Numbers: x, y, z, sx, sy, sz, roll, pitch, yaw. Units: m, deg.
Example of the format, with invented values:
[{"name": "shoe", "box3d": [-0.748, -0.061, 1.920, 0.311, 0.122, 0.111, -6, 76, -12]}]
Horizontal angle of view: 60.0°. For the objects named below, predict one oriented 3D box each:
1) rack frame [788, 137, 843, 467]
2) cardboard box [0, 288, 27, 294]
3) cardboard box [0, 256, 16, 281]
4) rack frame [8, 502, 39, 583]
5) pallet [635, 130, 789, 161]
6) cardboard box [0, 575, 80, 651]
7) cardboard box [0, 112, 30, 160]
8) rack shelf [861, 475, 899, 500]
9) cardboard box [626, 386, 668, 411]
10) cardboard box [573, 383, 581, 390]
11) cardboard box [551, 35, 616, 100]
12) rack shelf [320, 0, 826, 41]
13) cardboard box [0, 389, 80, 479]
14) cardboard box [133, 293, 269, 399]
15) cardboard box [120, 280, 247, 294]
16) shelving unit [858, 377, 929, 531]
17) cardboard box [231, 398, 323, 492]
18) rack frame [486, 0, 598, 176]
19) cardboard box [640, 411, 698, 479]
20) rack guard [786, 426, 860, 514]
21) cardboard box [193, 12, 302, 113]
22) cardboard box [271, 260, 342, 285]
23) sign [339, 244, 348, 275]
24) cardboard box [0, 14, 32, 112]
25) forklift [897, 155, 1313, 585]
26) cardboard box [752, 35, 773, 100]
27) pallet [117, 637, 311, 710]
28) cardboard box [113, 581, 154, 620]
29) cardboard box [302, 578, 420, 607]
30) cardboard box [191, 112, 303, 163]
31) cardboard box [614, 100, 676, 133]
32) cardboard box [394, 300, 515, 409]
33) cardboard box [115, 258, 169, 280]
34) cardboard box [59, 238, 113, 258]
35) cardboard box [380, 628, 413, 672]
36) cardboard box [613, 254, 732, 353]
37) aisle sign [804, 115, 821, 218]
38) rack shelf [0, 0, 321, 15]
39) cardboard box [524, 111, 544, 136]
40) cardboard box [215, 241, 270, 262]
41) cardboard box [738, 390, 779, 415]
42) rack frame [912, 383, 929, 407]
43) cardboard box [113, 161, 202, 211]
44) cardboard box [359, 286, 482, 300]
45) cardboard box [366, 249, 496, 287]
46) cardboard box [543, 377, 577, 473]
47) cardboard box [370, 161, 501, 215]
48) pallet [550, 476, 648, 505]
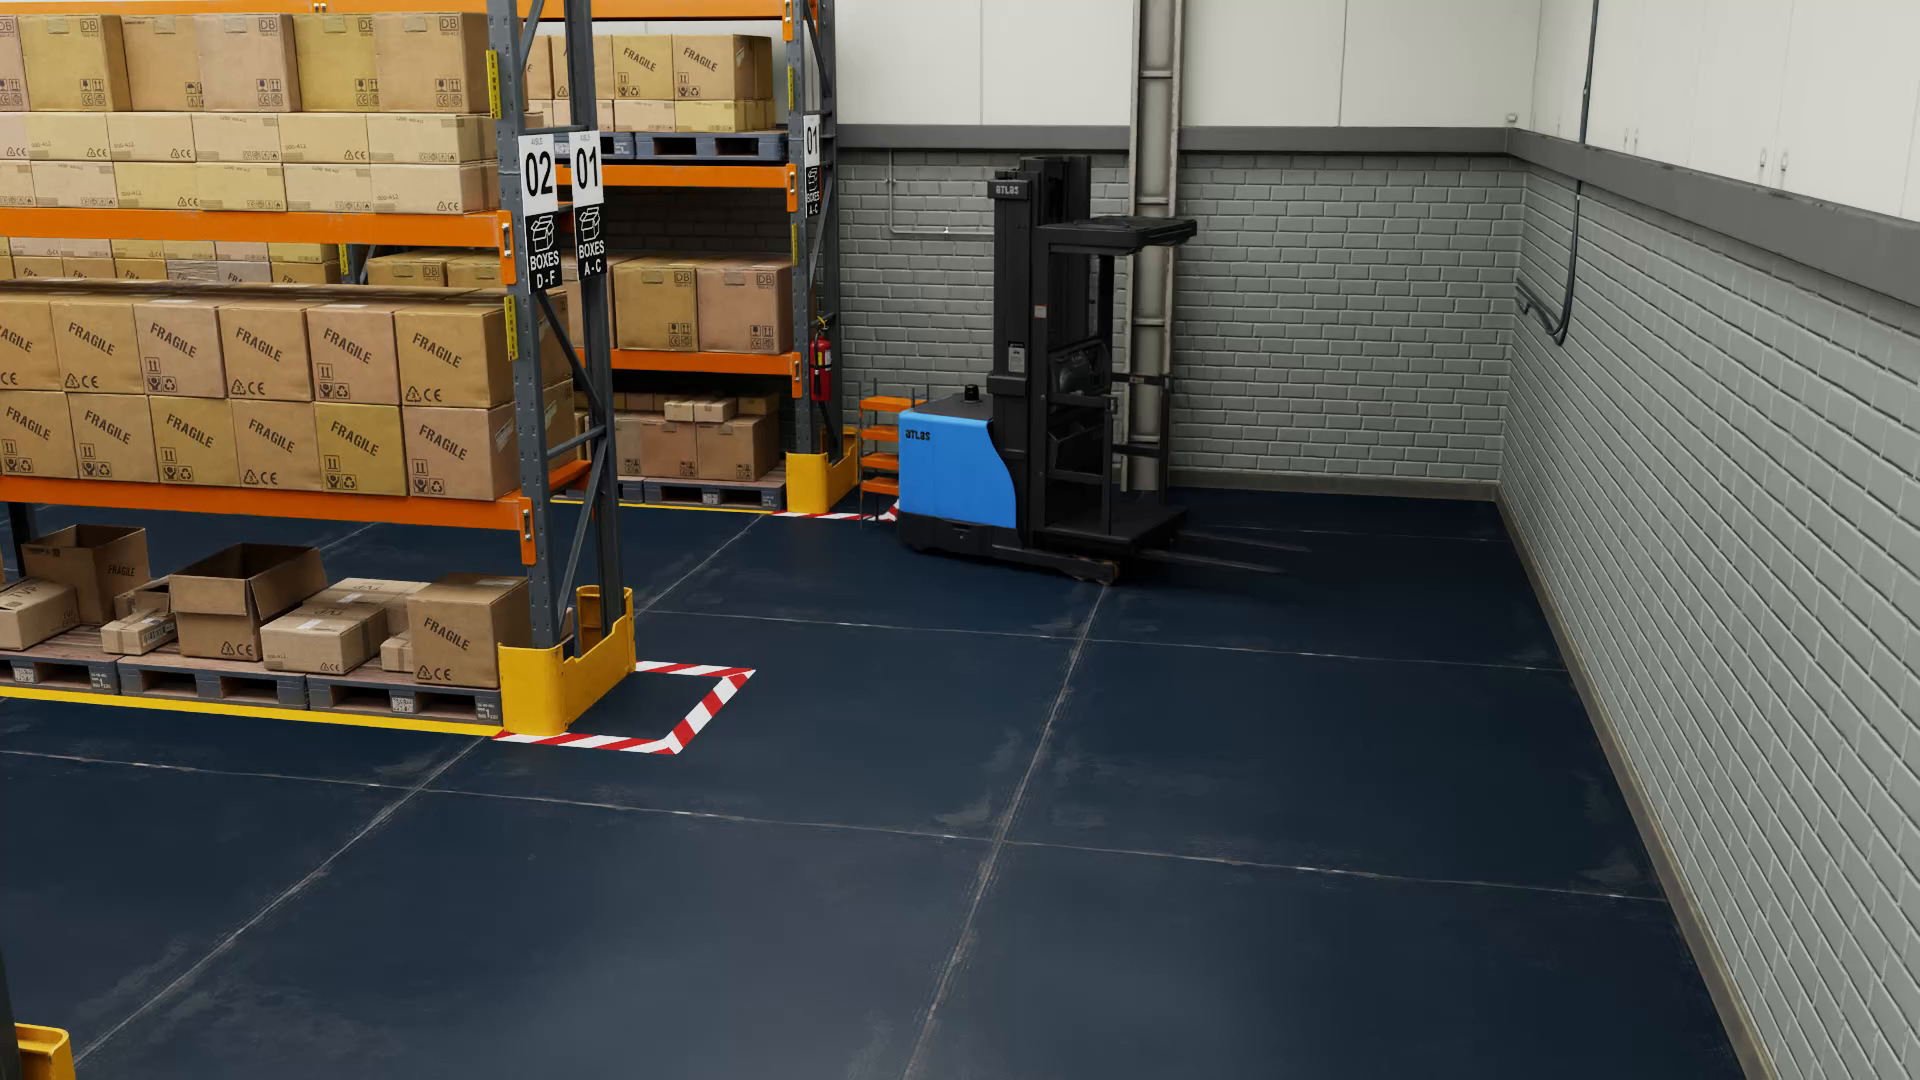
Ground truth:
[{"name": "rack frame", "box3d": [-1.192, -1.820, 13.943, 0.127, 3.000, 1.000, 3, 16, 11]}, {"name": "cardboard box", "box3d": [-5.689, -1.168, 9.529, 0.500, 0.500, 0.500, 4, 16, 13]}, {"name": "cardboard box", "box3d": [-8.606, -2.354, 15.088, 0.500, 0.500, 0.500, 4, 16, 13]}, {"name": "rack frame", "box3d": [-6.095, -0.737, 10.032, 0.127, 3.000, 1.000, 3, 16, 11]}, {"name": "pallet", "box3d": [-1.921, -3.259, 13.687, 1.213, 0.211, 1.003, 3, 16, 11]}, {"name": "cardboard box", "box3d": [-5.727, 0.426, 10.047, 0.500, 0.311, 0.500, 3, 16, 11]}, {"name": "cardboard box", "box3d": [-5.178, -2.234, 9.163, 0.500, 0.250, 0.500, 3, 16, 11]}, {"name": "rack shelf", "box3d": [-0.514, -0.389, 13.144, 0.480, 0.148, 0.258, 9, 18, 29]}, {"name": "cardboard box", "box3d": [-2.726, -1.240, 14.532, 0.250, 0.149, 0.380, 3, 16, 12]}, {"name": "cardboard box", "box3d": [-3.479, -1.281, 14.678, 0.250, 0.149, 0.380, 3, 16, 12]}, {"name": "cardboard box", "box3d": [-2.964, -3.828, 13.474, 0.500, 0.500, 0.500, 2, 16, 9]}, {"name": "rack shelf", "box3d": [-3.152, -4.278, 13.675, 4.000, 0.370, 1.077, 3, 16, 11]}, {"name": "cardboard box", "box3d": [-5.147, -0.660, 9.568, 0.500, 0.500, 0.500, 3, 16, 12]}, {"name": "cardboard box", "box3d": [-4.174, -1.086, 9.233, 0.500, 0.500, 0.500, 4, 16, 13]}, {"name": "cardboard box", "box3d": [-4.551, -1.254, 9.840, 0.500, 0.500, 0.500, 3, 16, 12]}, {"name": "shelving unit", "box3d": [-0.514, -0.645, 13.073, 0.503, 1.200, 0.258, 9, 18, 29]}, {"name": "cardboard box", "box3d": [-3.665, -0.579, 9.277, 0.500, 0.500, 0.500, 3, 16, 12]}, {"name": "rack frame", "box3d": [-2.175, -3.415, 8.463, 0.127, 3.000, 1.000, 3, 16, 11]}, {"name": "cardboard box", "box3d": [-2.388, -0.855, 14.356, 0.500, 0.500, 0.700, 3, 16, 11]}, {"name": "rack guard", "box3d": [-1.168, -0.614, 14.272, 0.348, 0.500, 1.175, 3, 16, 11]}, {"name": "cardboard box", "box3d": [-3.666, -2.570, 8.971, 0.500, 0.500, 0.700, 3, 16, 11]}, {"name": "cardboard box", "box3d": [-5.614, -2.192, 14.506, 0.500, 0.500, 0.500, 3, 16, 10]}, {"name": "sign", "box3d": [-5.210, -2.410, 14.053, 0.005, 0.325, 0.100, 3, 16, 11]}, {"name": "cardboard box", "box3d": [-5.149, -2.633, 9.197, 0.500, 0.500, 0.700, 3, 16, 11]}, {"name": "forklift", "box3d": [1.054, -1.254, 12.029, 3.031, 2.935, 1.130, 9, 18, 29]}, {"name": "cardboard box", "box3d": [-1.859, -3.907, 13.761, 0.500, 0.500, 0.500, 2, 16, 9]}, {"name": "pallet", "box3d": [-4.223, 0.709, 10.039, 1.213, 0.211, 1.003, 3, 16, 11]}, {"name": "cardboard box", "box3d": [-5.101, 0.386, 10.497, 0.250, 0.149, 0.380, 3, 16, 11]}, {"name": "cardboard box", "box3d": [-3.631, 0.433, 10.137, 0.500, 0.250, 0.500, 3, 16, 11]}, {"name": "cardboard box", "box3d": [-3.709, -2.153, 8.870, 0.500, 0.250, 0.500, 3, 16, 11]}, {"name": "cardboard box", "box3d": [-2.472, -3.441, 13.482, 0.500, 0.250, 0.500, 3, 16, 9]}, {"name": "cardboard box", "box3d": [-2.666, -1.006, 8.943, 0.500, 0.500, 0.500, 3, 16, 11]}, {"name": "cardboard box", "box3d": [-7.097, -2.271, 14.790, 0.500, 0.500, 0.500, 4, 16, 13]}, {"name": "cardboard box", "box3d": [-7.620, -2.662, 14.798, 0.500, 0.250, 0.500, 3, 16, 11]}, {"name": "cardboard box", "box3d": [-3.136, 0.620, 9.618, 0.250, 0.166, 0.380, 3, 16, 11]}, {"name": "cardboard box", "box3d": [-2.409, -2.025, 14.120, 0.700, 0.700, 0.980, 3, 16, 11]}, {"name": "aisle sign", "box3d": [-1.181, -2.990, 13.299, 0.004, 0.787, 0.394, 3, 16, 11]}, {"name": "rack shelf", "box3d": [-7.071, -4.491, 14.444, 4.000, 0.370, 1.077, 3, 16, 11]}, {"name": "cardboard box", "box3d": [-2.627, -2.233, 9.161, 0.500, 0.250, 0.500, 3, 16, 11]}, {"name": "cardboard box", "box3d": [-6.119, -2.583, 14.510, 0.500, 0.250, 0.500, 3, 16, 12]}, {"name": "cardboard box", "box3d": [-1.735, -1.187, 14.339, 0.250, 0.149, 0.380, 3, 16, 11]}, {"name": "rack frame", "box3d": [-0.303, -0.612, 12.955, 0.015, 1.200, 0.240, 9, 18, 29]}, {"name": "cardboard box", "box3d": [-4.198, -1.939, 9.034, 0.500, 0.250, 0.500, 3, 16, 11]}, {"name": "cardboard box", "box3d": [-3.071, -1.172, 9.544, 0.500, 0.500, 0.500, 3, 16, 12]}, {"name": "cardboard box", "box3d": [-4.583, -2.144, 14.551, 0.700, 0.700, 0.980, 3, 16, 12]}, {"name": "cardboard box", "box3d": [-2.557, -0.665, 9.585, 0.500, 0.500, 0.500, 3, 16, 12]}, {"name": "cardboard box", "box3d": [-2.731, -1.855, 8.733, 0.500, 0.250, 0.500, 3, 16, 11]}, {"name": "pallet", "box3d": [-3.183, -0.564, 14.631, 1.213, 0.211, 1.003, 3, 16, 11]}]
